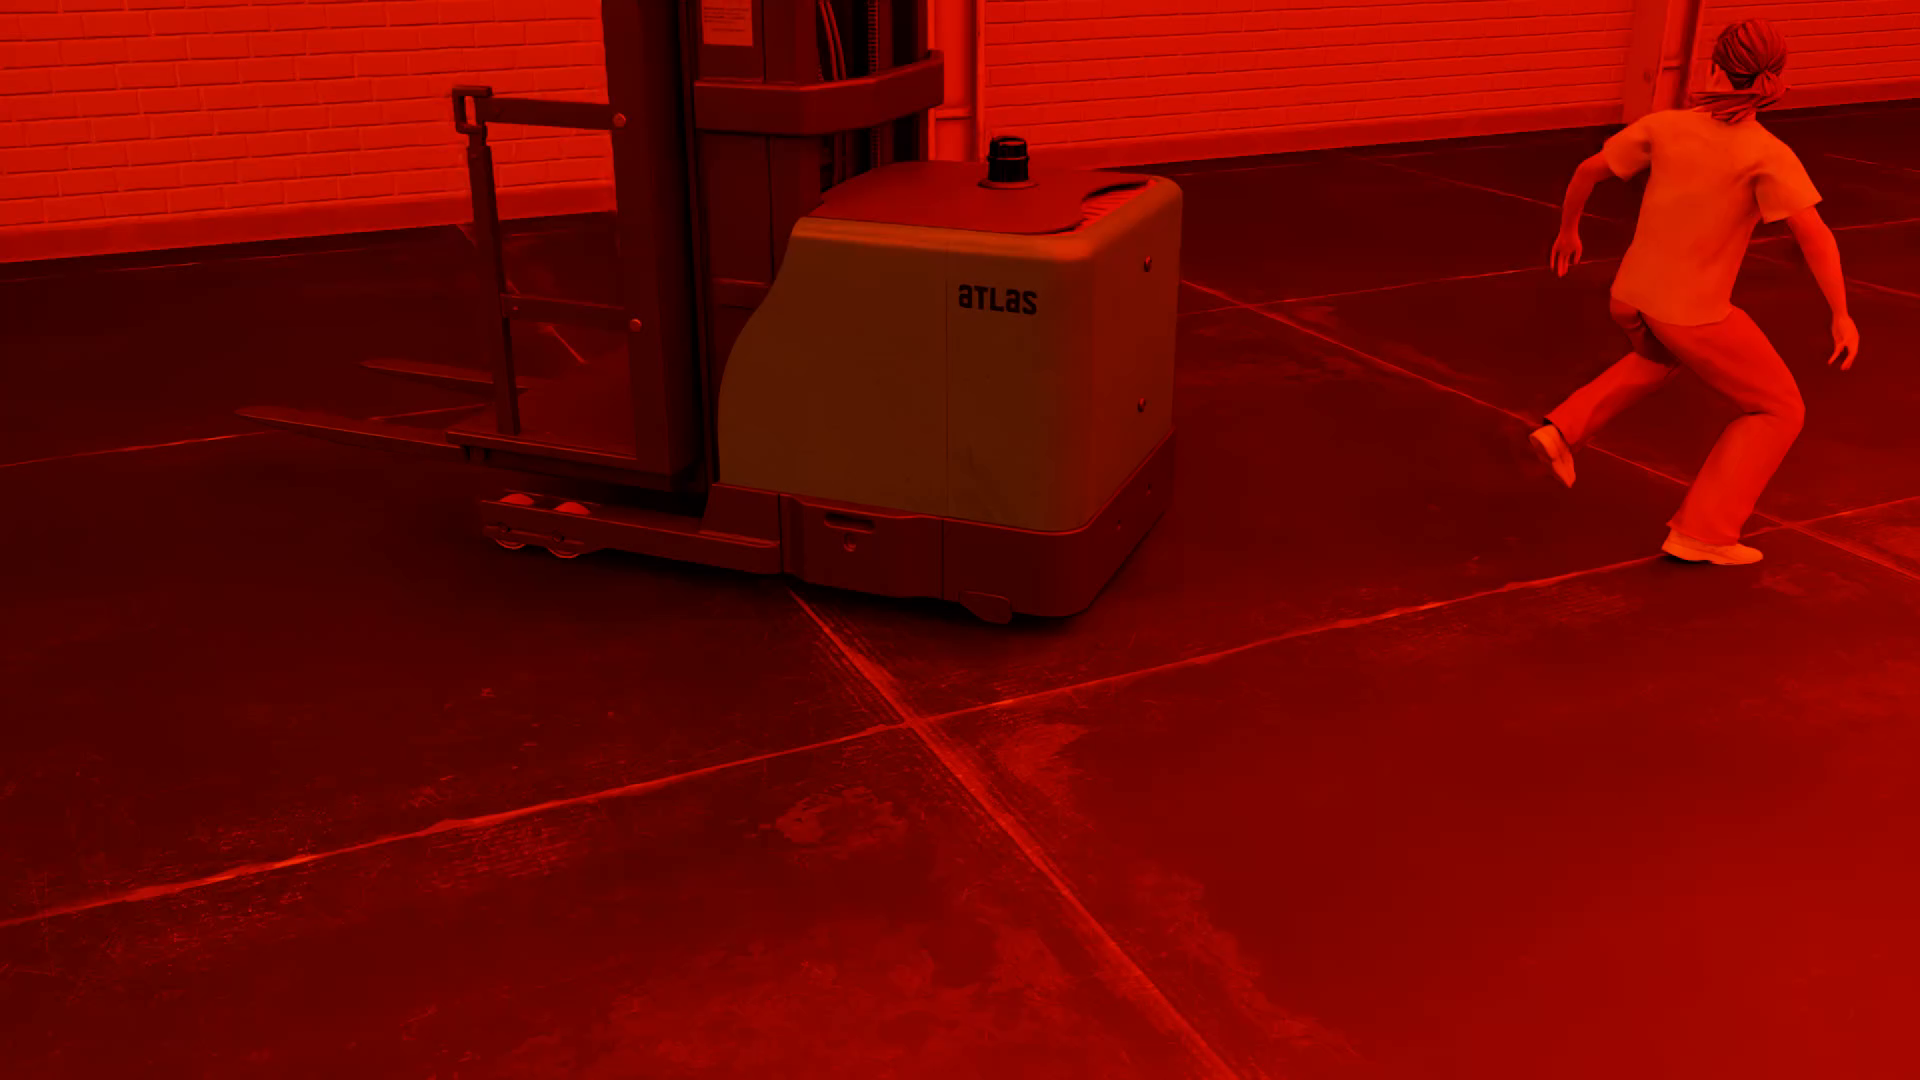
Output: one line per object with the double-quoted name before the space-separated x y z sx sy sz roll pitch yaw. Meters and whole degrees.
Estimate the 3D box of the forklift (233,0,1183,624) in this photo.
"forklift" -0.902 -1.474 4.833 3.031 2.935 1.130 9 24 20

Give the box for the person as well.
"person" 2.149 -0.704 4.833 0.496 1.562 0.890 -10 25 -23
